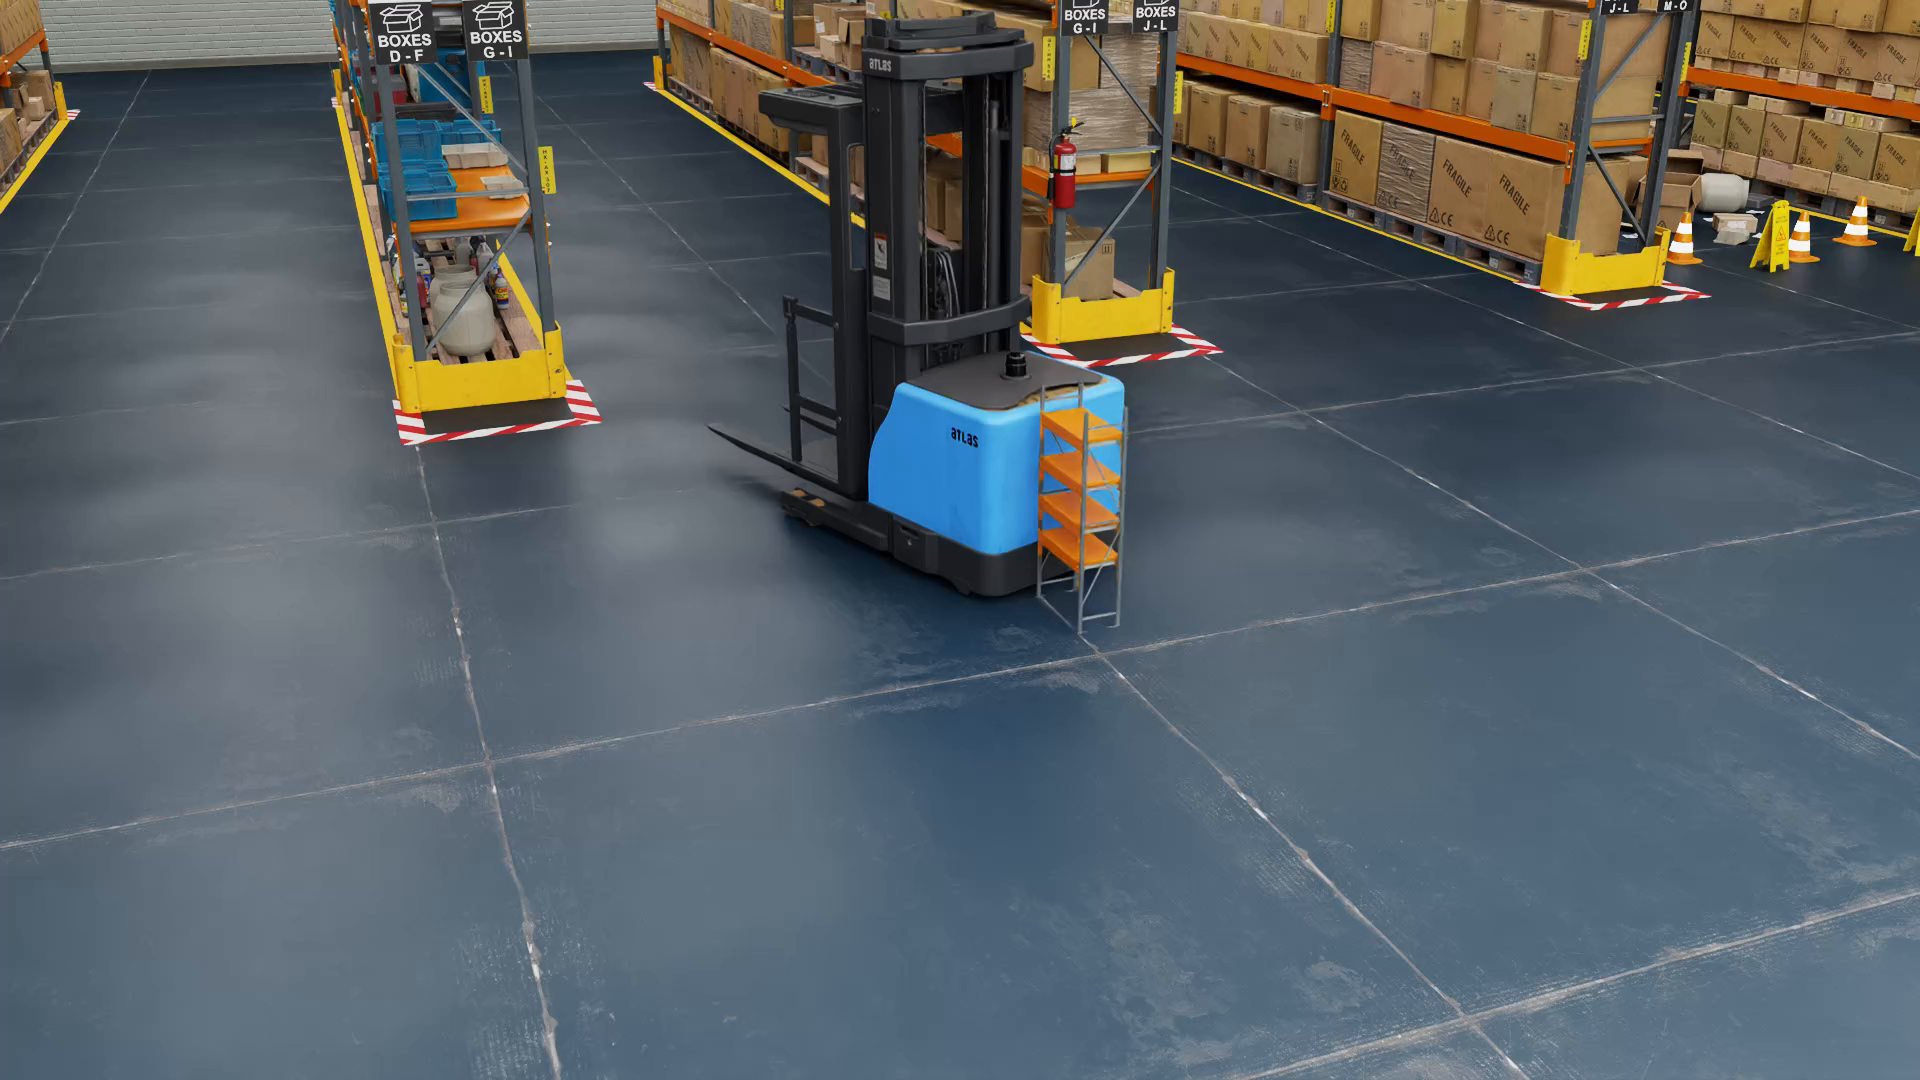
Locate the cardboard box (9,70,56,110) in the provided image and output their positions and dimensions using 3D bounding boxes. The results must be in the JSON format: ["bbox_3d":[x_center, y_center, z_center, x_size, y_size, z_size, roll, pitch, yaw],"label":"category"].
[{"bbox_3d":[-13.291,-6.423,23.780,0.500,0.500,0.500,-8,24,-19],"label":"cardboard box"}]

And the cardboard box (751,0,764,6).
[{"bbox_3d":[-2.332,-7.243,21.653,0.797,0.503,0.637,-8,24,-17],"label":"cardboard box"}]

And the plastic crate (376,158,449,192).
[{"bbox_3d":[-4.106,-2.710,12.509,0.499,0.251,0.408,-8,24,-19],"label":"plastic crate"}]

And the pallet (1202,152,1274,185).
[{"bbox_3d":[3.693,-4.607,20.408,1.003,0.211,1.213,-8,24,-19],"label":"pallet"}]

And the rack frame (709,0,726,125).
[{"bbox_3d":[-3.031,-7.441,23.542,1.000,3.000,0.127,-8,24,-19],"label":"rack frame"}]

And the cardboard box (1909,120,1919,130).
[{"bbox_3d":[10.255,-4.241,17.984,0.500,0.500,0.500,-9,25,-21],"label":"cardboard box"}]

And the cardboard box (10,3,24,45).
[{"bbox_3d":[-12.584,-6.719,21.701,0.500,0.500,0.500,-8,24,-19],"label":"cardboard box"}]

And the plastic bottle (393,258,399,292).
[{"bbox_3d":[-4.725,-2.263,14.101,0.144,0.351,0.185,-9,24,-19],"label":"plastic bottle"}]

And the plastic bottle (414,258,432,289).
[{"bbox_3d":[-4.595,-2.258,14.186,0.152,0.276,0.135,-8,24,-19],"label":"plastic bottle"}]

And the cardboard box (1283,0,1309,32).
[{"bbox_3d":[4.106,-6.051,18.828,0.700,0.500,0.500,-9,24,-20],"label":"cardboard box"}]

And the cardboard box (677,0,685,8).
[{"bbox_3d":[-3.974,-8.191,25.131,0.500,0.250,0.500,-9,24,-20],"label":"cardboard box"}]

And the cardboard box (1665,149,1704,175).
[{"bbox_3d":[8.172,-4.167,18.989,0.500,0.500,0.500,8,24,18],"label":"cardboard box"}]

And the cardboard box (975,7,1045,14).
[{"bbox_3d":[0.426,-4.253,14.180,0.500,0.500,0.500,-8,24,-19],"label":"cardboard box"}]

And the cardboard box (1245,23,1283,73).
[{"bbox_3d":[3.679,-5.744,19.387,0.500,0.500,0.500,-8,24,-18],"label":"cardboard box"}]

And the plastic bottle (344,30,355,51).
[{"bbox_3d":[-7.728,-6.351,21.115,0.152,0.276,0.135,-8,24,-19],"label":"plastic bottle"}]

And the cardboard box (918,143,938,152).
[{"bbox_3d":[-0.553,-3.987,17.999,0.700,0.500,0.500,-8,24,-19],"label":"cardboard box"}]

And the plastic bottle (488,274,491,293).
[{"bbox_3d":[-3.966,-2.213,14.174,0.097,0.201,0.097,0,23,0],"label":"plastic bottle"}]

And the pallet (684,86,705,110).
[{"bbox_3d":[-3.661,-6.887,25.818,1.003,0.211,1.213,-8,24,-19],"label":"pallet"}]

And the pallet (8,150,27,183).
[{"bbox_3d":[-11.977,-4.507,20.173,1.003,0.211,1.213,-8,24,-19],"label":"pallet"}]

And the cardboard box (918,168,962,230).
[{"bbox_3d":[-0.101,-3.425,16.691,0.500,0.500,0.500,-9,25,-21],"label":"cardboard box"}]

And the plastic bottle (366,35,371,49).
[{"bbox_3d":[-7.388,-6.168,20.682,0.152,0.276,0.135,-8,24,-19],"label":"plastic bottle"}]

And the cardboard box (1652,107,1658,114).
[{"bbox_3d":[8.621,-5.327,21.370,0.950,0.372,0.625,-7,24,-16],"label":"cardboard box"}]

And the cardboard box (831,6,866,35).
[{"bbox_3d":[-1.099,-5.847,19.091,0.700,0.500,0.500,-5,23,-11],"label":"cardboard box"}]

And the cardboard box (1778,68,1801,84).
[{"bbox_3d":[9.320,-5.153,18.438,0.380,0.149,0.250,-8,24,-19],"label":"cardboard box"}]

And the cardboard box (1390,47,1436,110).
[{"bbox_3d":[4.908,-4.705,16.858,0.875,0.550,0.550,-8,24,-19],"label":"cardboard box"}]

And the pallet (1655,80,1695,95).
[{"bbox_3d":[11.640,-7.463,27.186,1.003,0.211,1.213,-8,24,-19],"label":"pallet"}]

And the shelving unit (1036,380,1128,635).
[{"bbox_3d":[0.623,-0.170,8.610,0.258,1.200,0.503,-9,25,-21],"label":"shelving unit"}]

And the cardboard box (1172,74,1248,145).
[{"bbox_3d":[3.189,-5.554,21.422,1.050,0.750,0.750,-9,24,-20],"label":"cardboard box"}]

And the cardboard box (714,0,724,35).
[{"bbox_3d":[-3.103,-7.285,23.044,0.500,0.500,0.500,-8,24,-19],"label":"cardboard box"}]

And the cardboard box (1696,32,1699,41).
[{"bbox_3d":[9.166,-6.215,20.417,0.380,0.149,0.250,-8,24,-18],"label":"cardboard box"}]

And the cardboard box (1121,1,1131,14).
[{"bbox_3d":[2.361,-7.060,22.037,0.380,0.149,0.250,-7,24,-17],"label":"cardboard box"}]

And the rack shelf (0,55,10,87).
[{"bbox_3d":[-11.594,-5.025,18.736,1.077,0.370,4.000,-8,24,-19],"label":"rack shelf"}]

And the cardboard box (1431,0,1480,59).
[{"bbox_3d":[5.129,-5.015,16.203,0.875,0.550,0.500,-8,24,-19],"label":"cardboard box"}]

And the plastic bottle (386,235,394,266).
[{"bbox_3d":[-5.136,-2.624,15.060,0.097,0.271,0.097,0,23,0],"label":"plastic bottle"}]

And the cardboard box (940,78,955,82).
[{"bbox_3d":[0.311,-4.191,15.319,0.875,0.500,0.500,-8,24,-19],"label":"cardboard box"}]

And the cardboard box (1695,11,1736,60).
[{"bbox_3d":[8.961,-5.879,19.324,0.500,0.500,0.500,-8,24,-19],"label":"cardboard box"}]

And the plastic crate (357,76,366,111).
[{"bbox_3d":[-5.519,-4.205,15.885,0.392,0.384,0.575,-8,24,-19],"label":"plastic crate"}]

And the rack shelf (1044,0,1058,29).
[{"bbox_3d":[0.502,-4.858,14.478,1.077,0.370,4.000,-8,24,-19],"label":"rack shelf"}]

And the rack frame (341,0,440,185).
[{"bbox_3d":[-6.252,-5.308,18.481,1.000,3.000,0.127,-8,24,-19],"label":"rack frame"}]

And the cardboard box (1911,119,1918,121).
[{"bbox_3d":[13.247,-6.146,22.987,0.875,0.625,0.625,-9,24,-20],"label":"cardboard box"}]

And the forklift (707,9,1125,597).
[{"bbox_3d":[-0.429,-1.543,9.638,1.130,2.935,3.031,-19,29,-37],"label":"forklift"}]

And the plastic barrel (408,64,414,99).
[{"bbox_3d":[-5.383,-4.718,16.908,0.433,0.535,0.433,0,23,0],"label":"plastic barrel"}]

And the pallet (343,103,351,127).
[{"bbox_3d":[-8.396,-6.182,24.146,1.003,0.211,1.213,-8,24,-19],"label":"pallet"}]

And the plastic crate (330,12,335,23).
[{"bbox_3d":[-9.023,-7.611,24.209,0.250,0.136,0.298,-8,24,-19],"label":"plastic crate"}]

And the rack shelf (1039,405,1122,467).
[{"bbox_3d":[0.623,-0.533,8.457,0.258,0.148,0.480,-9,25,-21],"label":"rack shelf"}]

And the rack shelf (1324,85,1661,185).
[{"bbox_3d":[5.177,-4.119,16.588,1.077,0.370,4.000,-8,24,-19],"label":"rack shelf"}]

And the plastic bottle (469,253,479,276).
[{"bbox_3d":[-4.205,-2.349,14.393,0.061,0.283,0.133,-8,24,-19],"label":"plastic bottle"}]

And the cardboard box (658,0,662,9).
[{"bbox_3d":[-4.628,-8.604,26.625,0.380,0.149,0.250,-8,24,-18],"label":"cardboard box"}]

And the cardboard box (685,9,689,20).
[{"bbox_3d":[-3.900,-7.858,24.854,0.380,0.149,0.250,-9,24,-20],"label":"cardboard box"}]

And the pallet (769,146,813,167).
[{"bbox_3d":[-1.826,-4.999,21.339,1.003,0.211,1.213,-8,24,-19],"label":"pallet"}]

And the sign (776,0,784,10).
[{"bbox_3d":[-2.136,-6.443,19.685,0.100,0.325,0.005,-8,24,-19],"label":"sign"}]

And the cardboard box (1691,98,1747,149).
[{"bbox_3d":[9.022,-4.914,19.581,0.500,0.500,0.500,-7,24,-16],"label":"cardboard box"}]

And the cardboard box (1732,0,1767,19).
[{"bbox_3d":[9.179,-6.159,18.702,0.700,0.500,0.500,-8,24,-19],"label":"cardboard box"}]

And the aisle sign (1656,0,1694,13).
[{"bbox_3d":[6.190,-4.938,14.256,0.394,0.787,0.004,-8,24,-19],"label":"aisle sign"}]
